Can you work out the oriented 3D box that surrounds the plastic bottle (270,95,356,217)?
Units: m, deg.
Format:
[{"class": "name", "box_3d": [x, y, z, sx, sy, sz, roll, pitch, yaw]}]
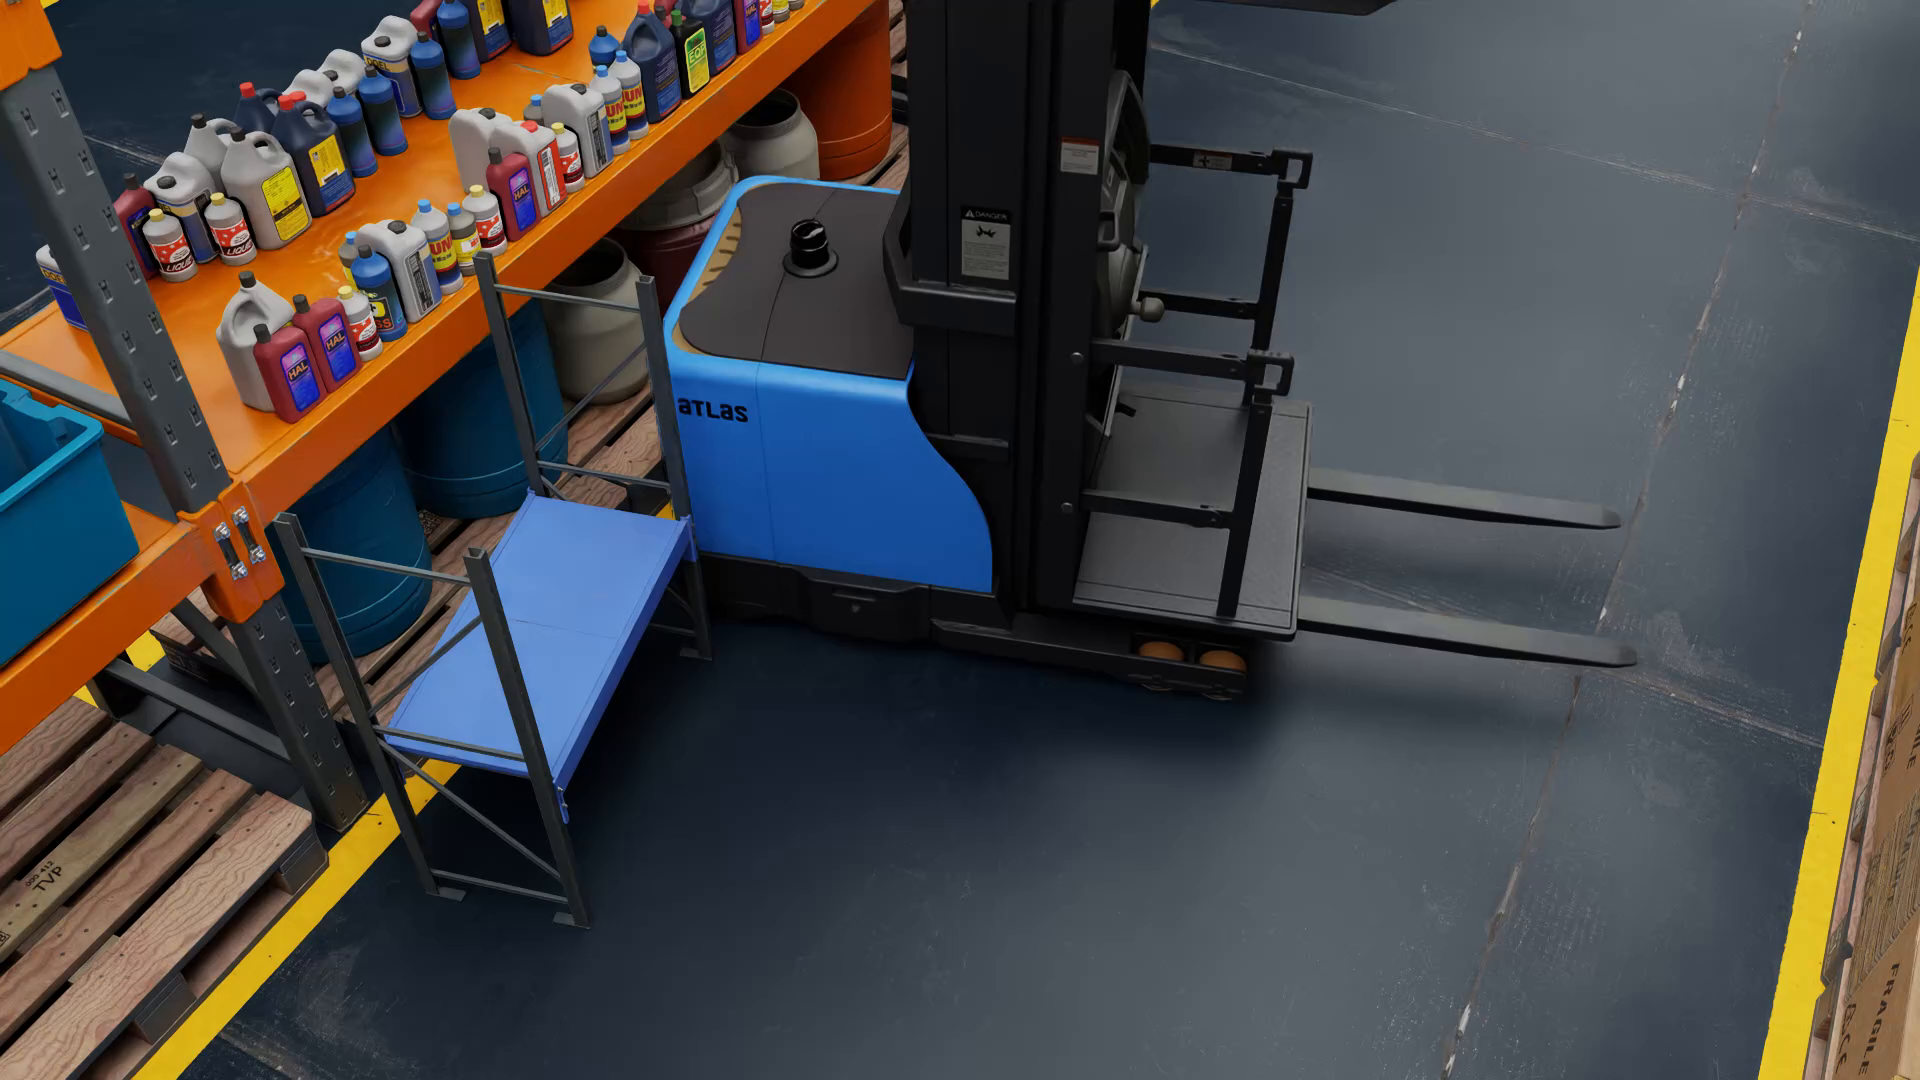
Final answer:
[{"class": "plastic bottle", "box_3d": [-1.879, -1.128, 4.790, 0.144, 0.351, 0.185, 20, 49, 19]}]

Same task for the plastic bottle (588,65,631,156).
[{"class": "plastic bottle", "box_3d": [-1.061, -1.303, 5.020, 0.097, 0.271, 0.097, 0, 45, 0]}]

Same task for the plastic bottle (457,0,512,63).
[{"class": "plastic bottle", "box_3d": [-1.581, -1.753, 5.408, 0.144, 0.351, 0.185, 20, 49, 19]}]

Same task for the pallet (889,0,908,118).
[{"class": "pallet", "box_3d": [0.022, -2.404, 7.978, 1.003, 0.211, 1.213, 20, 49, 19]}]

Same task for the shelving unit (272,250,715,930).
[{"class": "shelving unit", "box_3d": [-1.159, 0.164, 4.533, 0.538, 1.500, 1.048, 10, 46, 10]}]

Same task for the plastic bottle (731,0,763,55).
[{"class": "plastic bottle", "box_3d": [-0.713, -1.752, 5.455, 0.061, 0.283, 0.133, 20, 49, 19]}]

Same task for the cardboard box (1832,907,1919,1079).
[{"class": "cardboard box", "box_3d": [2.369, 1.258, 3.845, 0.500, 0.500, 0.500, 21, 49, 19]}]

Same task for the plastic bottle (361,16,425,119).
[{"class": "plastic bottle", "box_3d": [-1.759, -1.479, 5.190, 0.152, 0.276, 0.135, 20, 49, 19]}]

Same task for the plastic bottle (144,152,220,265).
[{"class": "plastic bottle", "box_3d": [-2.163, -0.931, 4.648, 0.152, 0.276, 0.135, 20, 49, 19]}]

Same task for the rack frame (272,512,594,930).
[{"class": "rack frame", "box_3d": [-1.278, 0.516, 4.186, 0.500, 1.500, 0.032, 10, 46, 10]}]

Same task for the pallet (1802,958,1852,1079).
[{"class": "pallet", "box_3d": [2.501, 1.704, 3.918, 1.003, 0.211, 1.213, 20, 49, 19]}]

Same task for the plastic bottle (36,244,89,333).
[{"class": "plastic bottle", "box_3d": [-2.332, -0.701, 4.421, 0.152, 0.276, 0.135, 20, 49, 19]}]

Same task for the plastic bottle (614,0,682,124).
[{"class": "plastic bottle", "box_3d": [-0.971, -1.489, 5.147, 0.144, 0.351, 0.185, 20, 49, 19]}]

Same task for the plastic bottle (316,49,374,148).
[{"class": "plastic bottle", "box_3d": [-1.866, -1.333, 5.046, 0.152, 0.276, 0.135, 20, 49, 19]}]

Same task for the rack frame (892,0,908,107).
[{"class": "rack frame", "box_3d": [-0.372, -2.909, 6.516, 1.000, 3.000, 0.127, 20, 49, 19]}]

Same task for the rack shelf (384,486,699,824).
[{"class": "rack shelf", "box_3d": [-1.159, 0.291, 4.661, 0.538, 0.185, 1.000, 10, 46, 10]}]

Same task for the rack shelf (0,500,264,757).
[{"class": "rack shelf", "box_3d": [-3.158, 1.124, 3.036, 1.077, 0.370, 4.000, 20, 49, 19]}]

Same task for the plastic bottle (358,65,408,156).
[{"class": "plastic bottle", "box_3d": [-1.747, -1.302, 5.018, 0.097, 0.271, 0.097, 0, 45, 0]}]

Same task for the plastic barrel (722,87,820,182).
[{"class": "plastic barrel", "box_3d": [-0.767, -1.483, 6.561, 0.421, 0.512, 0.421, 0, 45, 0]}]

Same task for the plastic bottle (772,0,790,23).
[{"class": "plastic bottle", "box_3d": [-0.630, -1.864, 5.623, 0.097, 0.201, 0.097, 0, 45, 0]}]

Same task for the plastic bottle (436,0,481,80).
[{"class": "plastic bottle", "box_3d": [-1.613, -1.624, 5.336, 0.097, 0.271, 0.097, 0, 45, 0]}]

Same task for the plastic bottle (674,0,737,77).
[{"class": "plastic bottle", "box_3d": [-0.824, -1.690, 5.346, 0.144, 0.351, 0.185, 20, 49, 19]}]

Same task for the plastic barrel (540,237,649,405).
[{"class": "plastic barrel", "box_3d": [-1.291, -0.772, 5.858, 0.421, 0.512, 0.421, 0, 45, 0]}]

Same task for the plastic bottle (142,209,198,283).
[{"class": "plastic bottle", "box_3d": [-2.187, -0.820, 4.592, 0.097, 0.201, 0.097, 0, 45, 0]}]

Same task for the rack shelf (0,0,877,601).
[{"class": "rack shelf", "box_3d": [-1.301, -1.396, 5.527, 1.077, 0.370, 4.000, 20, 49, 19]}]

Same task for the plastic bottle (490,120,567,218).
[{"class": "plastic bottle", "box_3d": [-1.247, -1.095, 4.810, 0.152, 0.276, 0.135, 20, 49, 19]}]

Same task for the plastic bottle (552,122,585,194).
[{"class": "plastic bottle", "box_3d": [-1.169, -1.133, 4.900, 0.097, 0.201, 0.097, 0, 45, 0]}]

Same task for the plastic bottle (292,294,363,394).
[{"class": "plastic bottle", "box_3d": [-1.619, -0.522, 4.239, 0.061, 0.283, 0.133, 20, 49, 19]}]

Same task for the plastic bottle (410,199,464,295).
[{"class": "plastic bottle", "box_3d": [-1.429, -0.804, 4.526, 0.097, 0.271, 0.097, 0, 45, 0]}]

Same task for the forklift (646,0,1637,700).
[{"class": "forklift", "box_3d": [0.642, -0.939, 4.617, 3.031, 2.935, 1.130, 8, 46, 8]}]

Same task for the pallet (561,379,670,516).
[{"class": "pallet", "box_3d": [-1.269, -0.653, 6.247, 1.003, 0.211, 1.213, 20, 49, 19]}]

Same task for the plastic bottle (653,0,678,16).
[{"class": "plastic bottle", "box_3d": [-0.926, -1.684, 5.387, 0.061, 0.283, 0.133, 20, 49, 19]}]

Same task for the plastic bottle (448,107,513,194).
[{"class": "plastic bottle", "box_3d": [-1.382, -1.145, 4.860, 0.152, 0.276, 0.135, 20, 49, 19]}]

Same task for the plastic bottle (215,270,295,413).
[{"class": "plastic bottle", "box_3d": [-1.760, -0.512, 4.182, 0.144, 0.351, 0.185, 20, 49, 19]}]

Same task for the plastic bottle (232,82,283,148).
[{"class": "plastic bottle", "box_3d": [-2.006, -1.175, 4.837, 0.144, 0.351, 0.185, 20, 49, 19]}]

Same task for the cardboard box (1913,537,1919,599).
[{"class": "cardboard box", "box_3d": [3.311, -0.023, 5.112, 0.500, 0.500, 0.500, 19, 48, 18]}]

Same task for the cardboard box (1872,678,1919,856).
[{"class": "cardboard box", "box_3d": [2.836, 0.622, 4.475, 0.500, 0.500, 0.500, 19, 48, 18]}]

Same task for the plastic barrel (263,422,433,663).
[{"class": "plastic barrel", "box_3d": [-1.961, -0.136, 4.956, 0.600, 0.901, 0.708, 20, 49, 19]}]

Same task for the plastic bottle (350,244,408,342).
[{"class": "plastic bottle", "box_3d": [-1.537, -0.658, 4.382, 0.097, 0.271, 0.097, 0, 45, 0]}]

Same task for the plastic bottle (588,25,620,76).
[{"class": "plastic bottle", "box_3d": [-1.099, -1.474, 5.188, 0.097, 0.271, 0.097, 0, 45, 0]}]

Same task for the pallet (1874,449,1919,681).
[{"class": "pallet", "box_3d": [3.633, 0.167, 5.437, 1.003, 0.211, 1.213, 20, 49, 19]}]

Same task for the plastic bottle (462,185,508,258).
[{"class": "plastic bottle", "box_3d": [-1.338, -0.902, 4.673, 0.097, 0.201, 0.097, 0, 45, 0]}]
